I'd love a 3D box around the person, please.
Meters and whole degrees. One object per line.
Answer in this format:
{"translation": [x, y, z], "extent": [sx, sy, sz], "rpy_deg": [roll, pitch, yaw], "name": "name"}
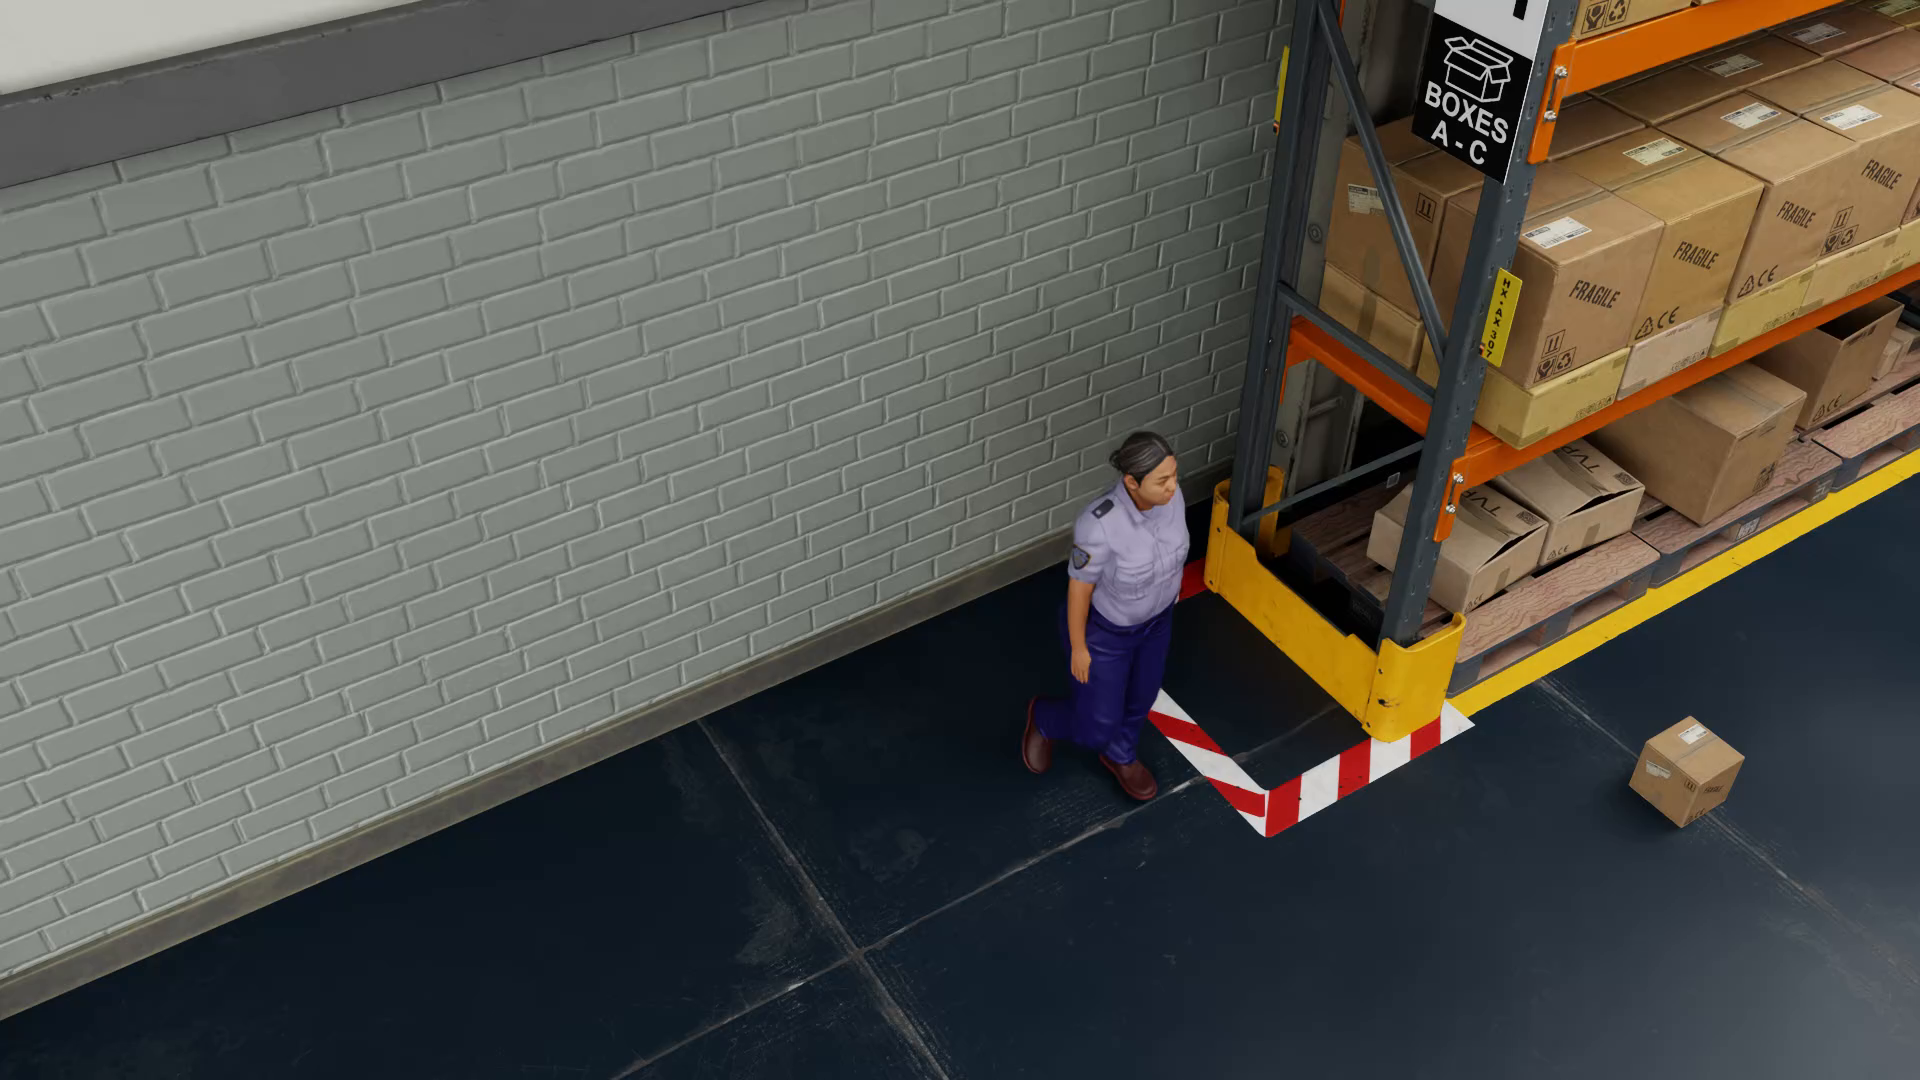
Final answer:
{"translation": [0.523, 0.260, 5.851], "extent": [0.503, 1.620, 0.514], "rpy_deg": [-29, 49, -29], "name": "person"}
